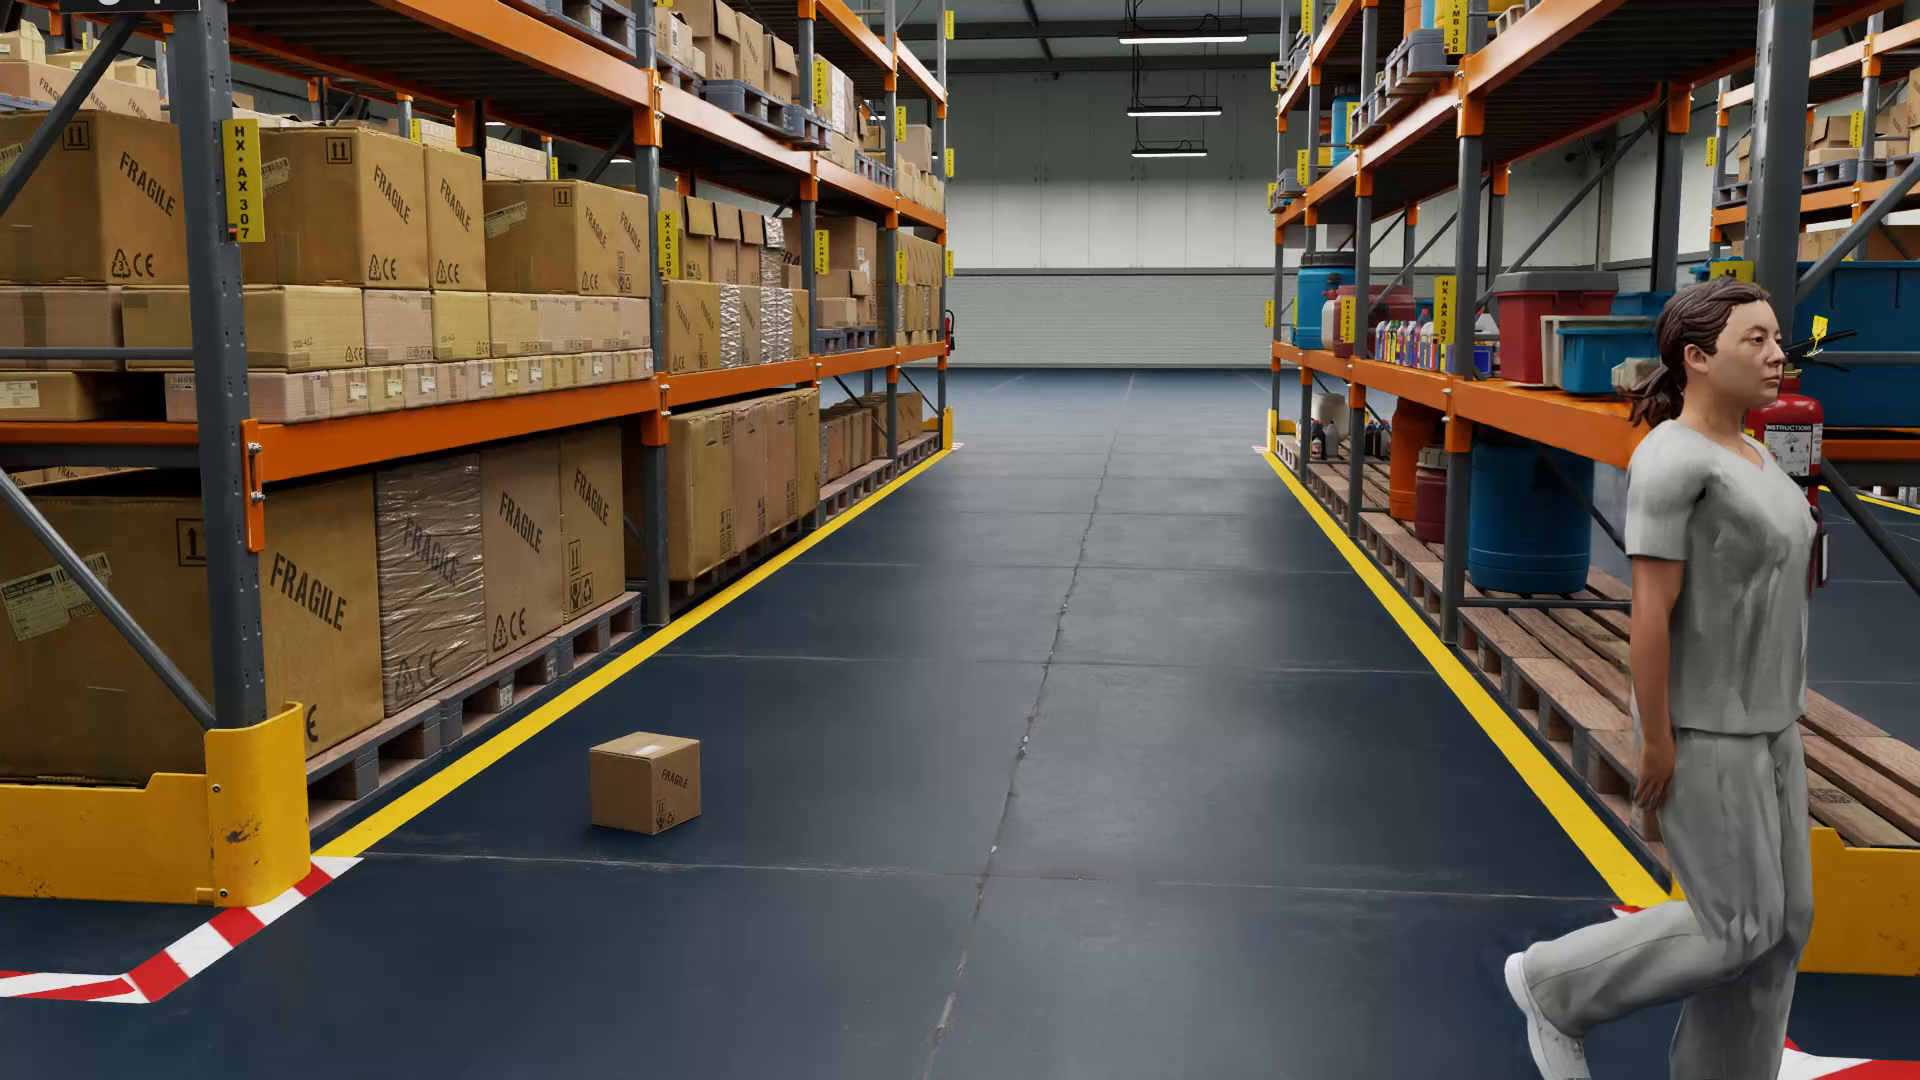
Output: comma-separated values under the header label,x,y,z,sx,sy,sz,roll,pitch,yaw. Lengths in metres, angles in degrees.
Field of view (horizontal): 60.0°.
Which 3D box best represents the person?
label,x,y,z,sx,sy,sz,roll,pitch,yaw
person,1.369,0.346,3.122,0.443,1.651,0.597,-7,10,-41
